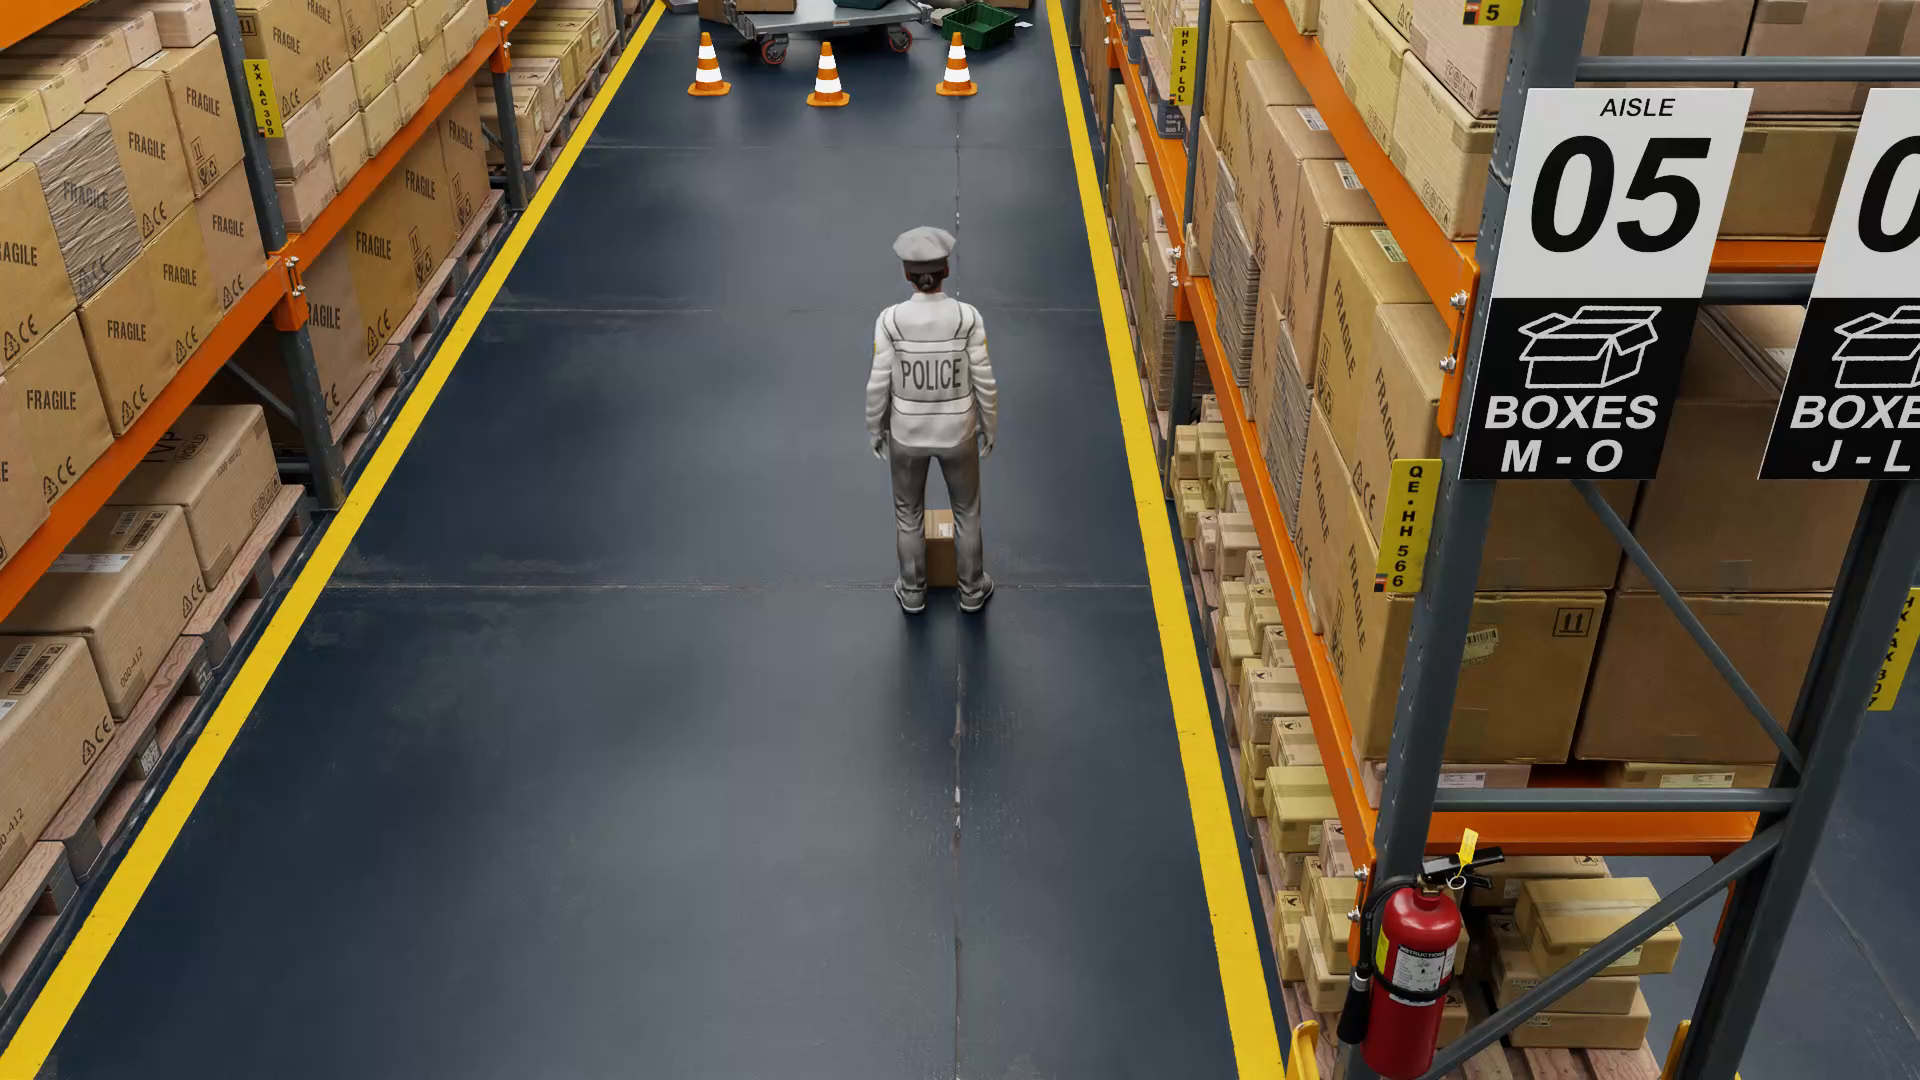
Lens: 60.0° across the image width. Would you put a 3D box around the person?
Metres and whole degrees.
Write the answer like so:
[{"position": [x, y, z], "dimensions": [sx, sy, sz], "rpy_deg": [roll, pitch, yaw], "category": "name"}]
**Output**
[{"position": [-0.114, -0.443, 6.848], "dimensions": [0.537, 1.663, 0.378], "rpy_deg": [-1, 32, -1], "category": "person"}]
